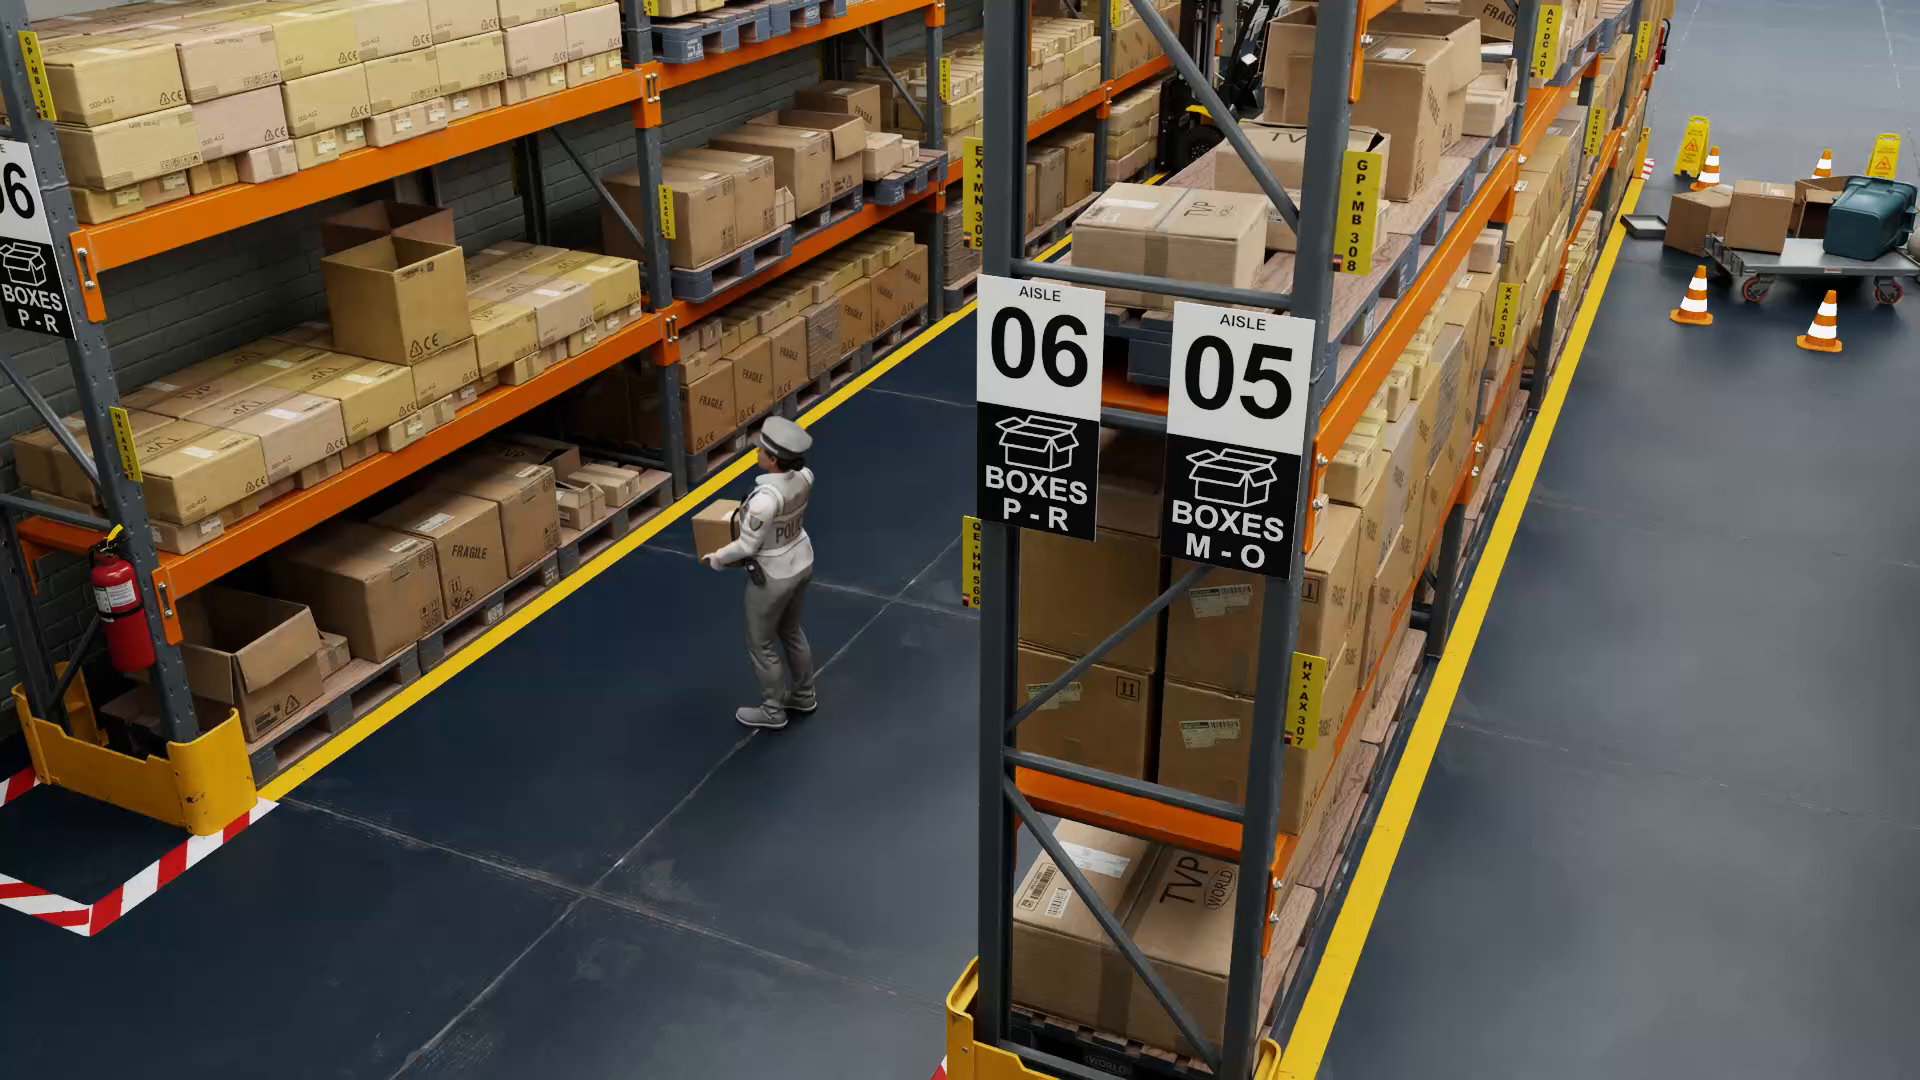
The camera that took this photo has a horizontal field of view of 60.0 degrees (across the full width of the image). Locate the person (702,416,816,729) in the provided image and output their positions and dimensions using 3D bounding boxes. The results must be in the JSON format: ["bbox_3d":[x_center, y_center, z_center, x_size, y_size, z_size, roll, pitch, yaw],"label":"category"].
[{"bbox_3d":[-0.966,0.155,8.273,0.563,1.686,0.459,12,29,22],"label":"person"}]
